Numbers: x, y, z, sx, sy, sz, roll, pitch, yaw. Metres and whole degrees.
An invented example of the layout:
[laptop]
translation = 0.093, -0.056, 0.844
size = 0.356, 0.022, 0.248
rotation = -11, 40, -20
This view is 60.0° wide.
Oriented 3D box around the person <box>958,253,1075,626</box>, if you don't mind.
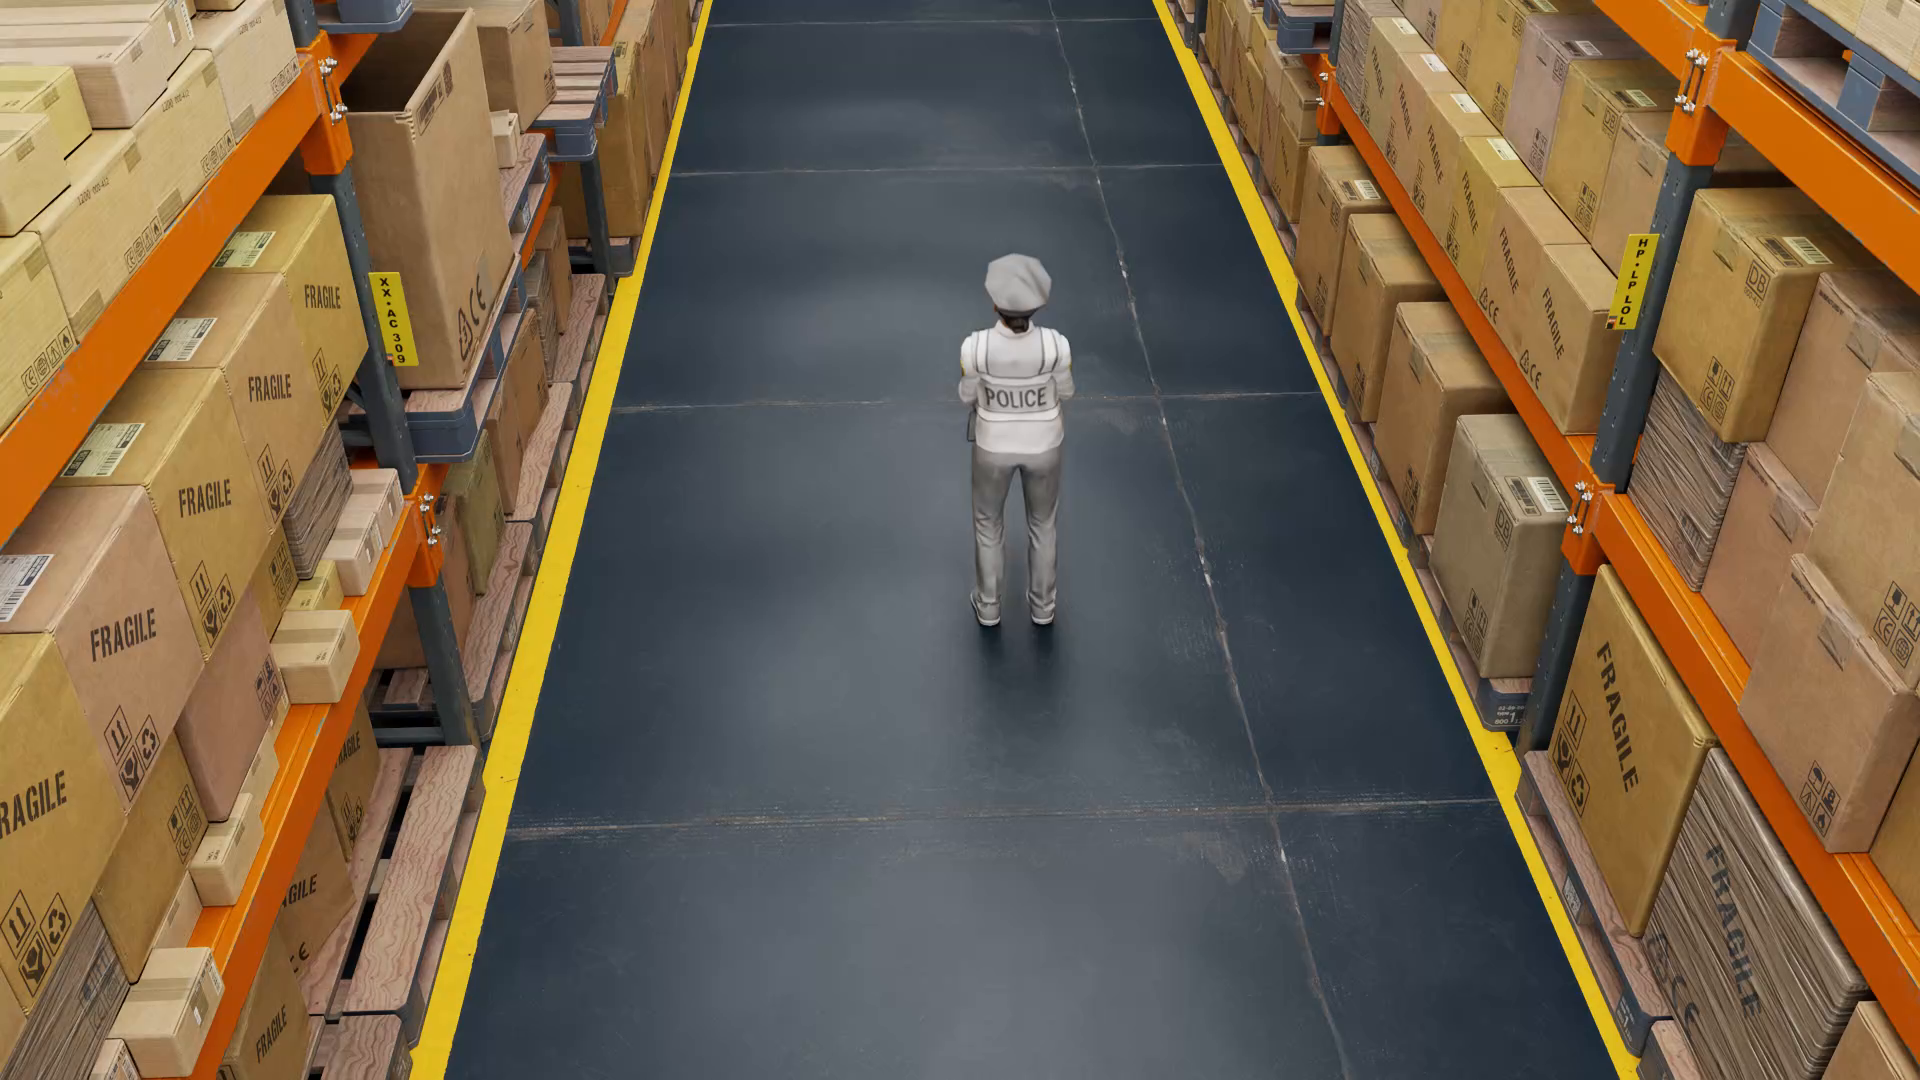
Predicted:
[person]
translation = 0.221, -0.415, 6.708
size = 0.459, 1.686, 0.556
rotation = -1, 35, -2
